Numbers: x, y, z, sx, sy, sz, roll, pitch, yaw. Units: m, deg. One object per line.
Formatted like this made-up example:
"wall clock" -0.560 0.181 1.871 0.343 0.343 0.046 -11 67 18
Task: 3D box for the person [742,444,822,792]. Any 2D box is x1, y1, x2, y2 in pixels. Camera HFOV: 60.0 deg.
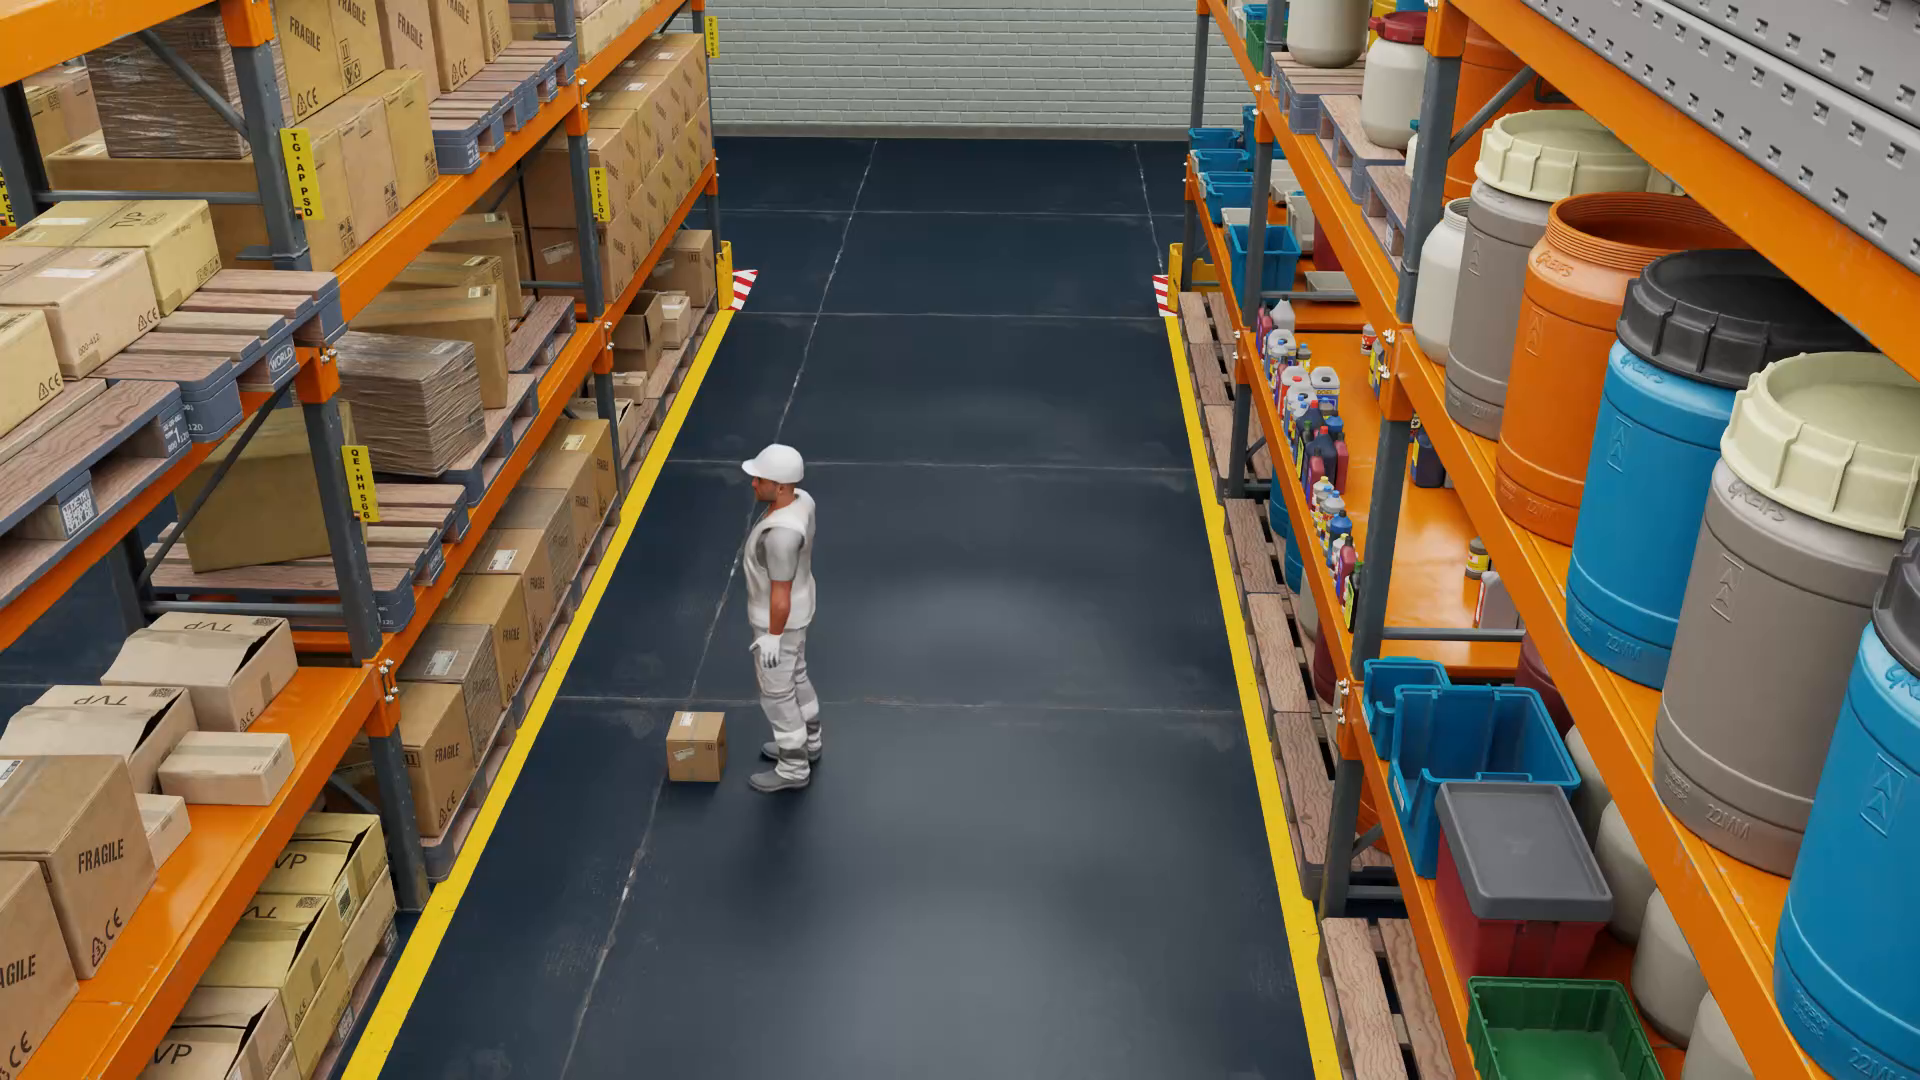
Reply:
"person" -0.858 0.365 7.900 0.356 1.787 0.526 2 28 3
